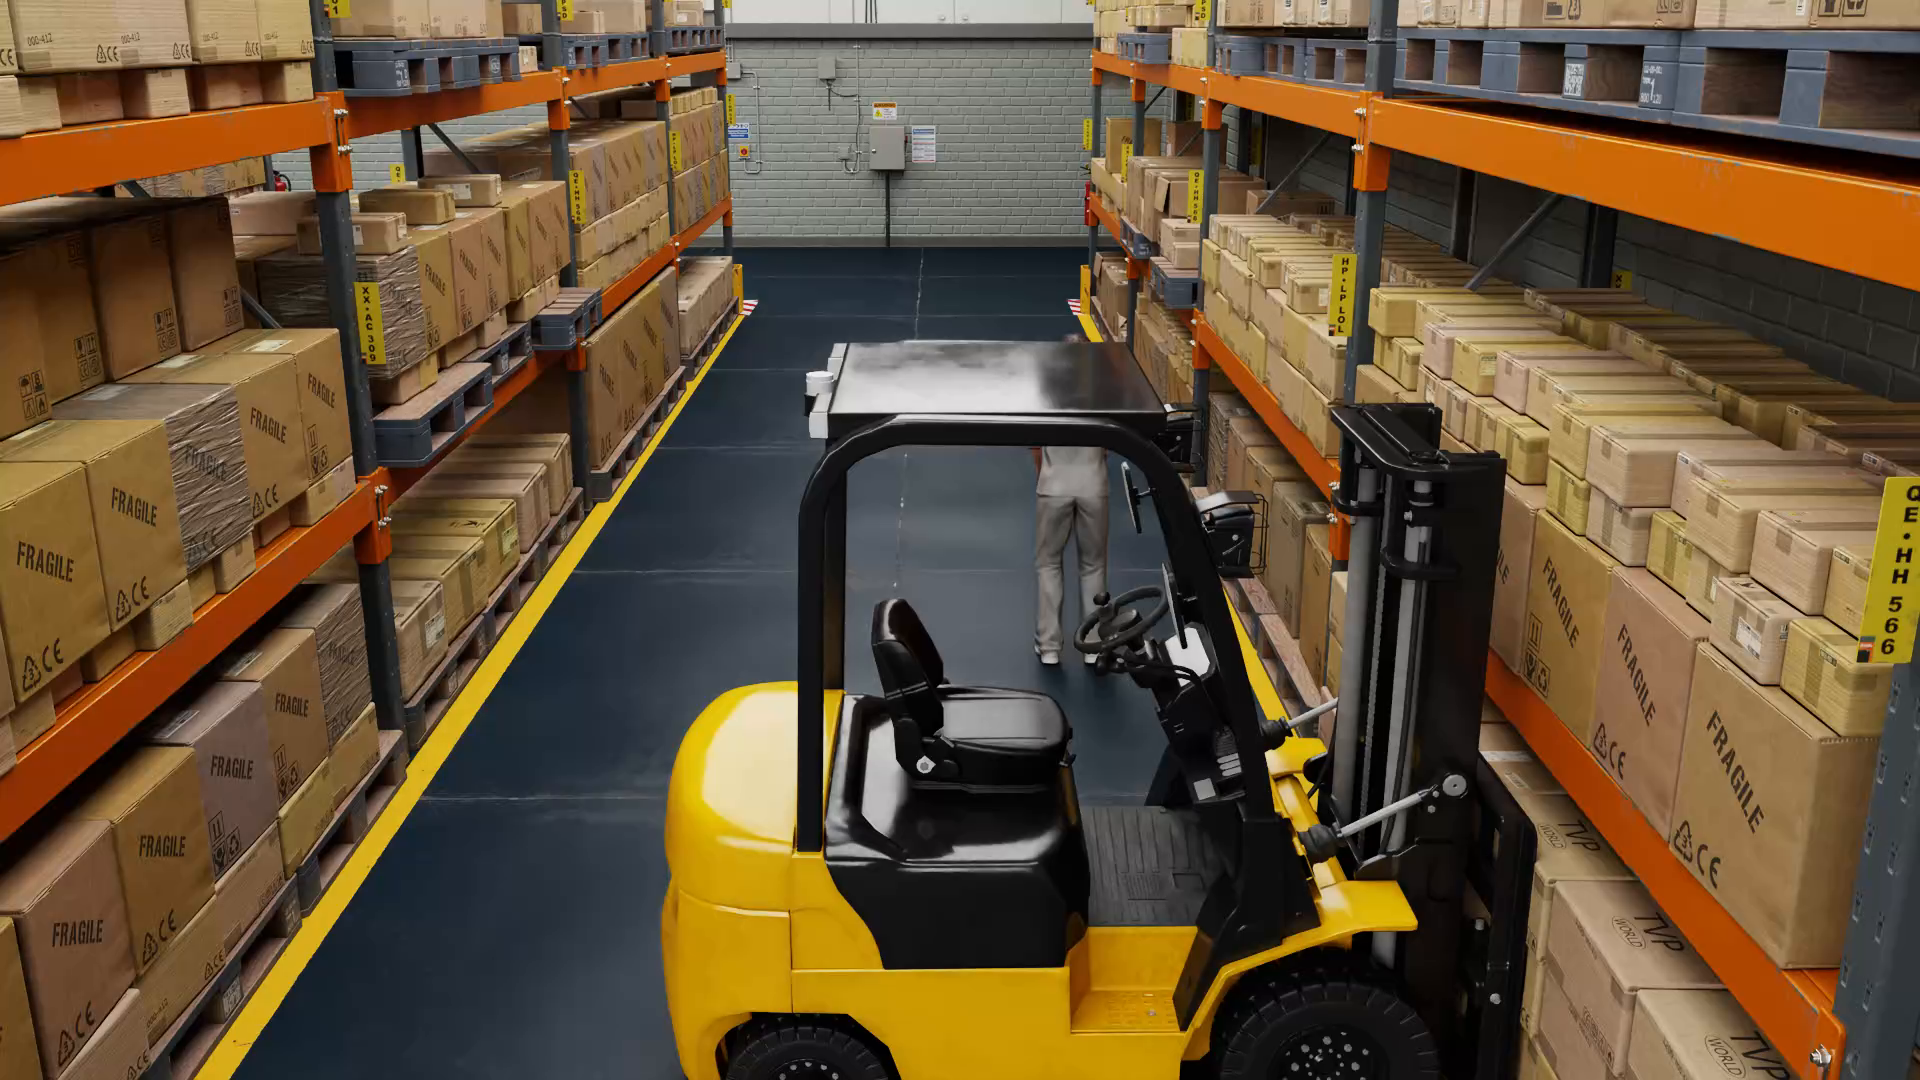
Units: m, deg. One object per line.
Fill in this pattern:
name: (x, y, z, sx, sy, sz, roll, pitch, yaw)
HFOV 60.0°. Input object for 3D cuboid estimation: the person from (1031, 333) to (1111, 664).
person: (0.550, -0.220, 8.278, 0.424, 1.668, 0.542, 0, 17, -1)
